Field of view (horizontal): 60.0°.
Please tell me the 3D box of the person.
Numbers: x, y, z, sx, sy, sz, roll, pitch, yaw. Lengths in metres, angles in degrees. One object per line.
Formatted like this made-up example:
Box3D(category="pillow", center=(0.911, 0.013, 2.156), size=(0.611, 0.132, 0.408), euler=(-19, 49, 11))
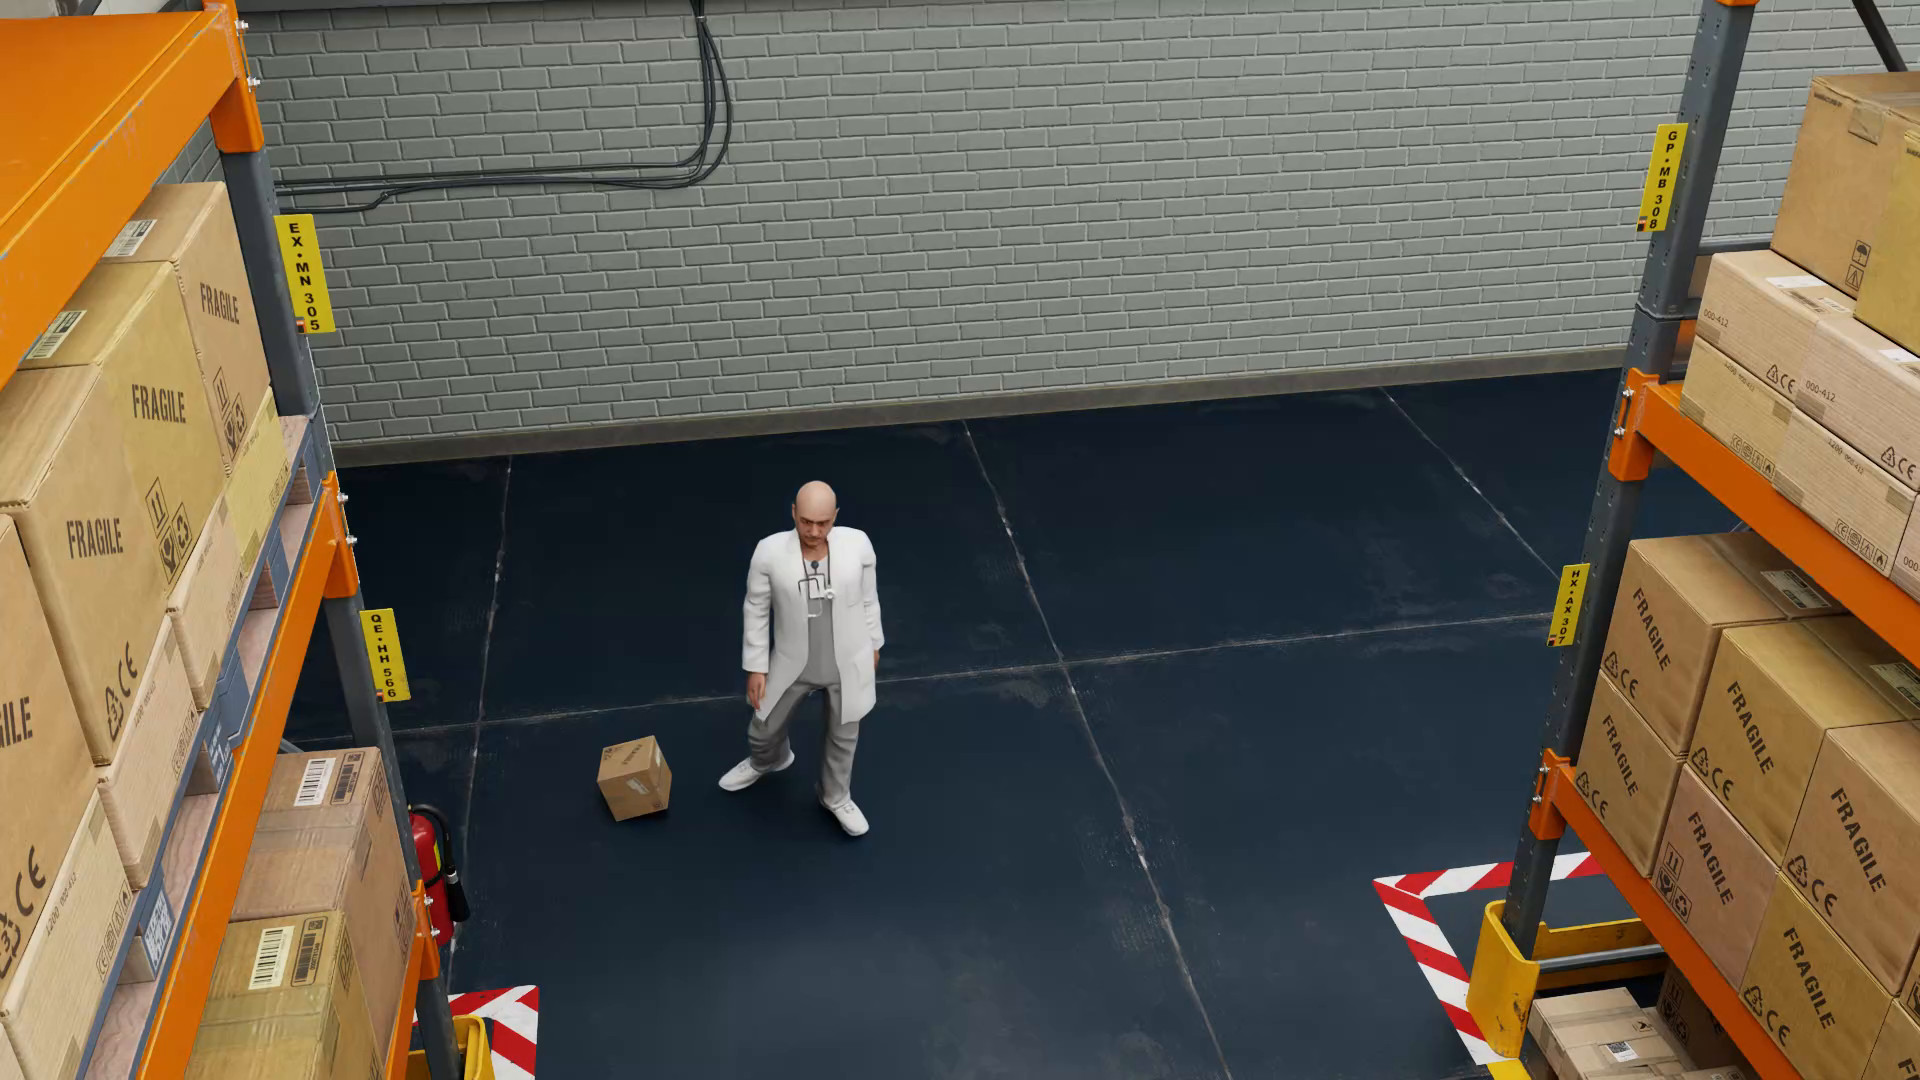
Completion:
Box3D(category="person", center=(-0.724, 0.496, 7.295), size=(0.789, 1.770, 0.558), euler=(-3, 30, -5))
